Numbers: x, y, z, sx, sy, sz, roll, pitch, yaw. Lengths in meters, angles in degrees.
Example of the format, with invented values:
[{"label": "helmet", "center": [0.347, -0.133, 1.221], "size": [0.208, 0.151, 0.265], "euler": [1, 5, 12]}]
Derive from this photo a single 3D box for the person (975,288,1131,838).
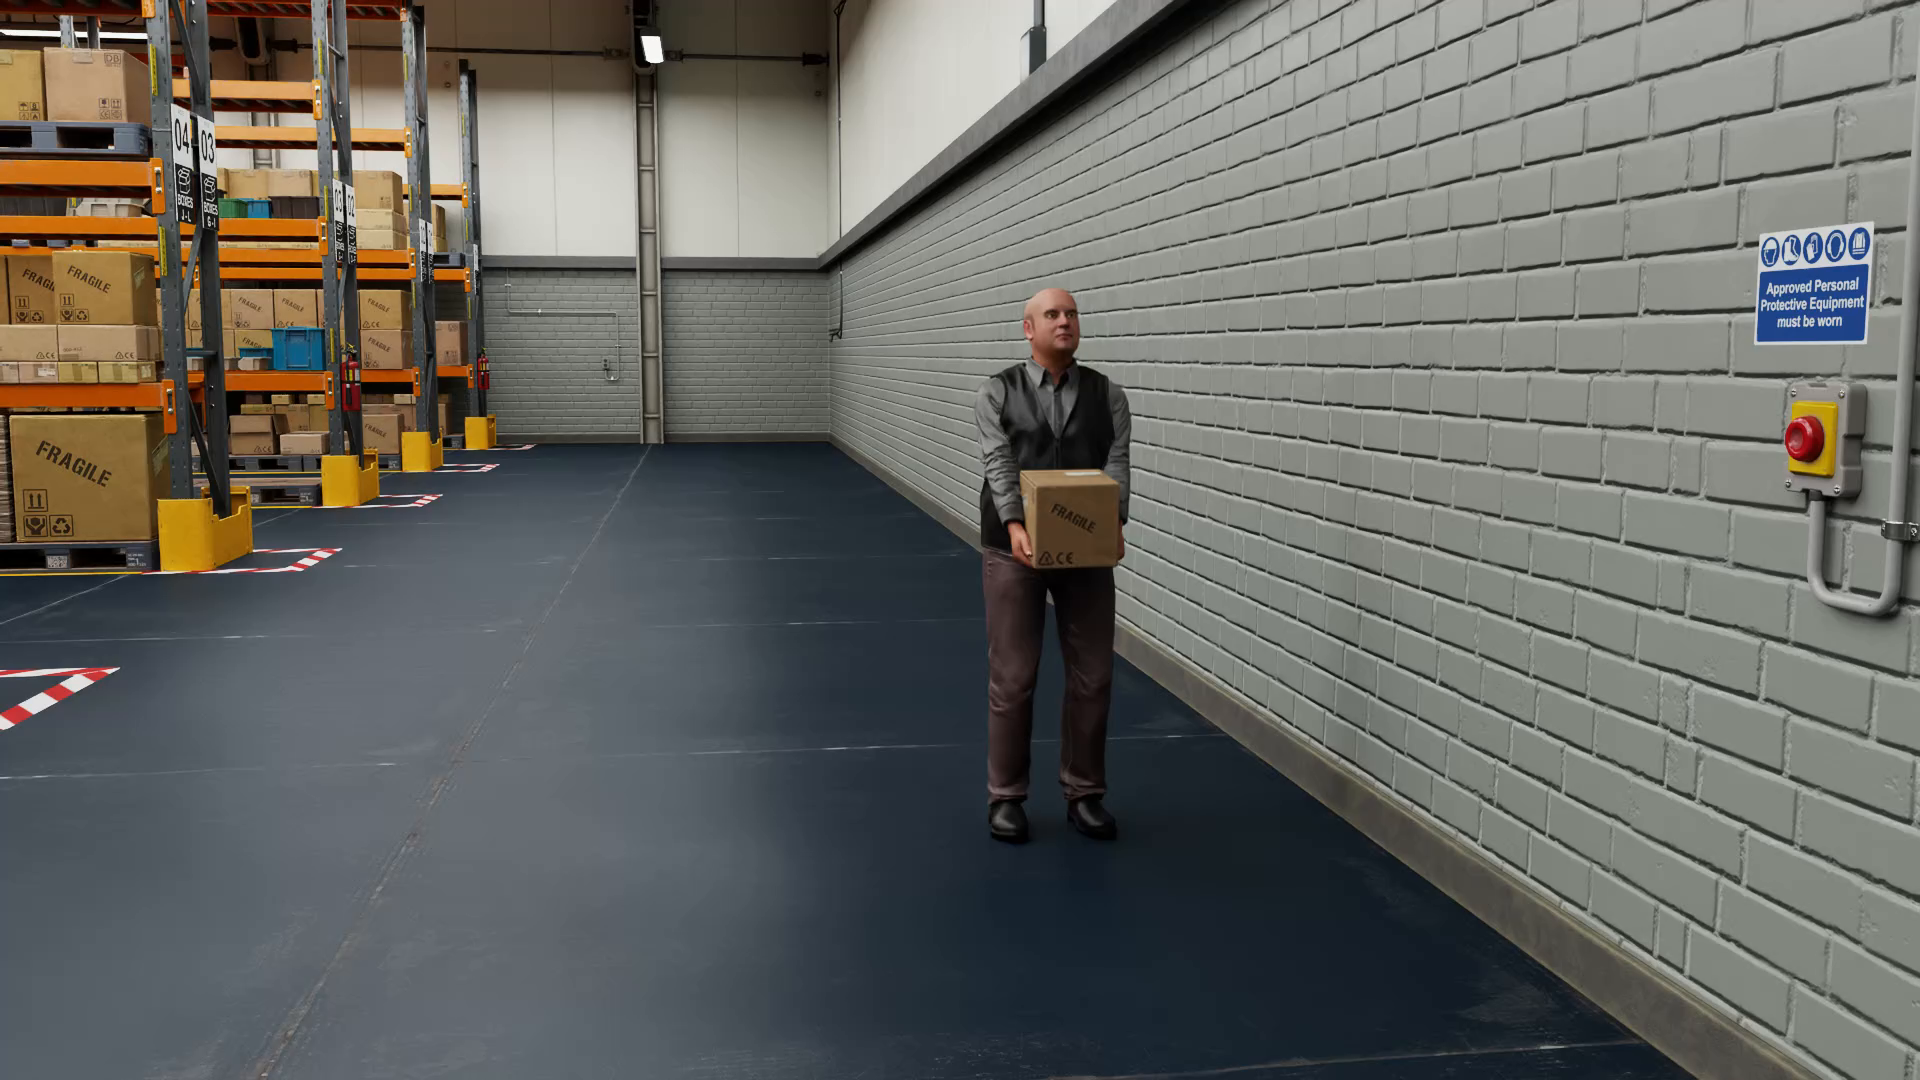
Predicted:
[{"label": "person", "center": [0.310, 0.076, 5.178], "size": [0.496, 1.714, 0.550], "euler": [-1, 7, -9]}]
